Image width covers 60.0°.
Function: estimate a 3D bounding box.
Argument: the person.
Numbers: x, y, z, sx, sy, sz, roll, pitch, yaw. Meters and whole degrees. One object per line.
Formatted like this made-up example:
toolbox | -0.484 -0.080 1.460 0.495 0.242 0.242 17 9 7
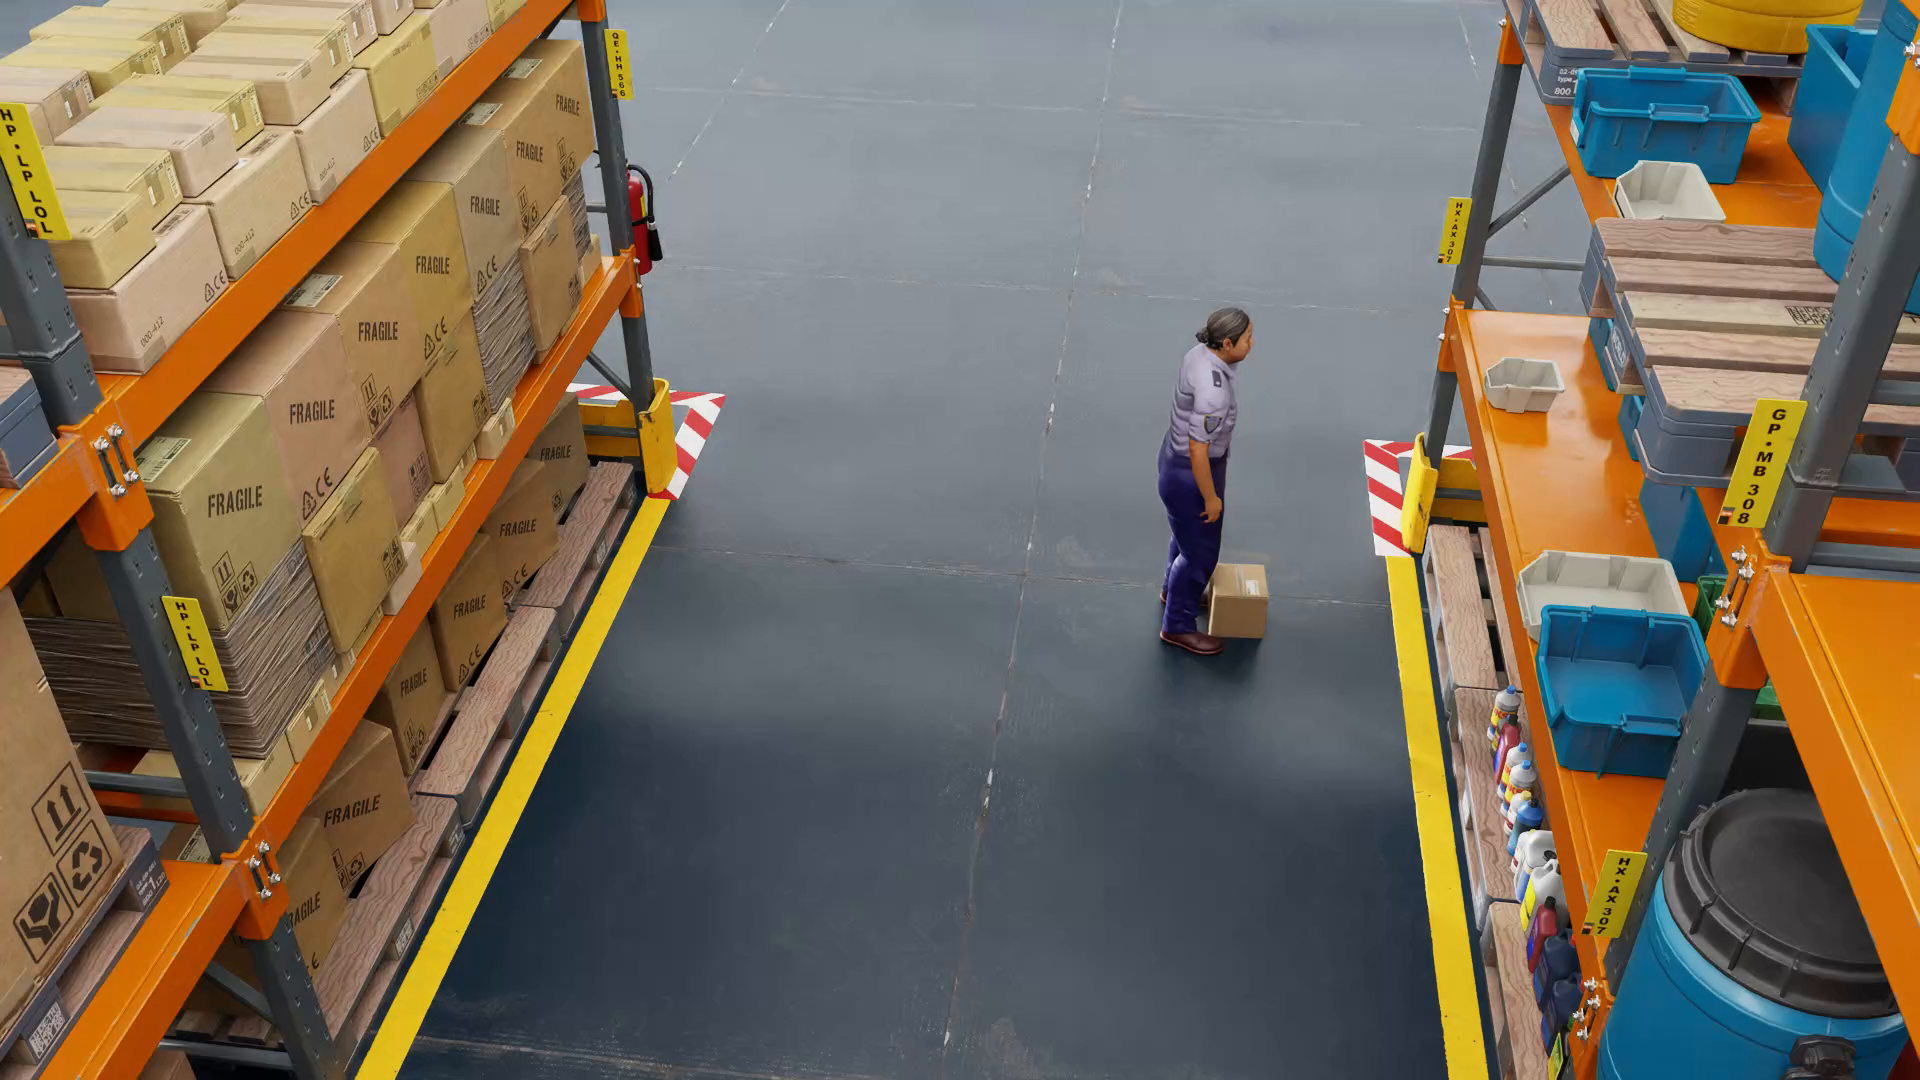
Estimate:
person | 1.071 -0.294 7.444 0.366 1.653 0.560 3 36 4
